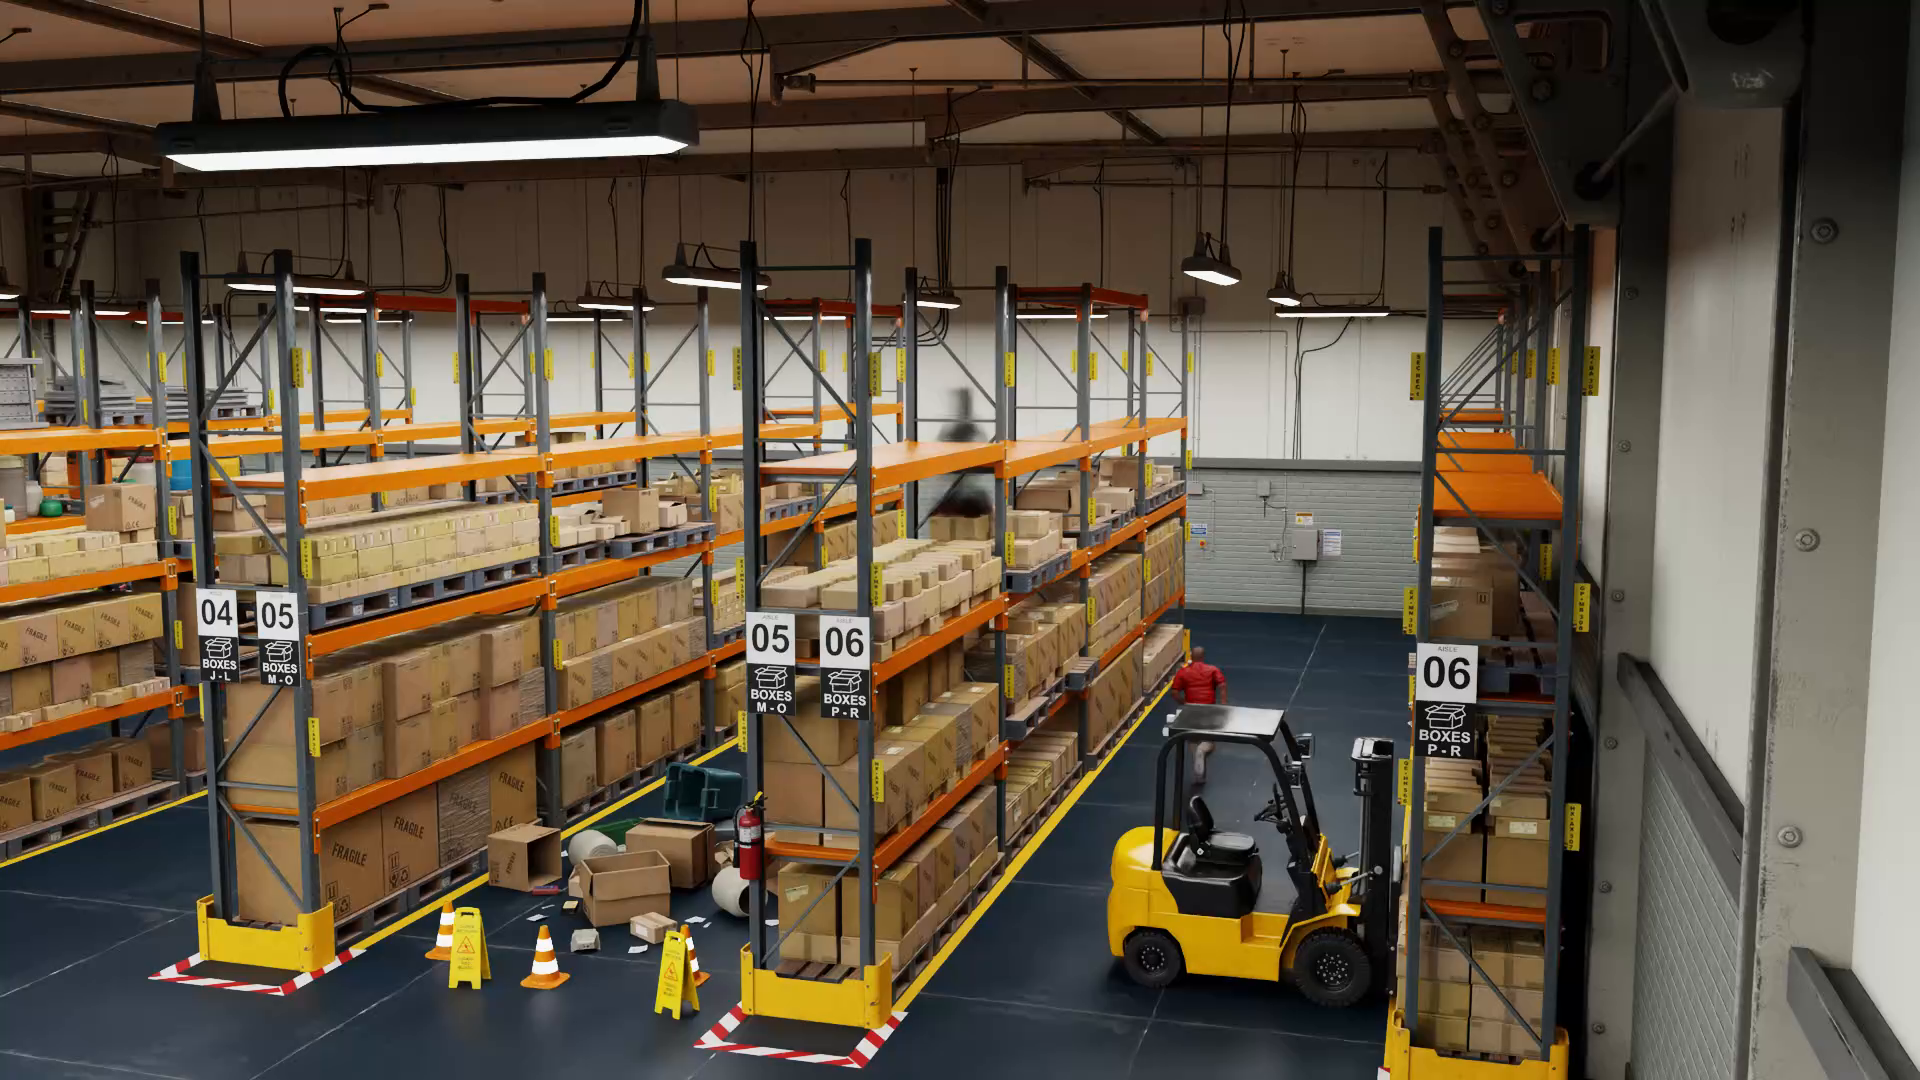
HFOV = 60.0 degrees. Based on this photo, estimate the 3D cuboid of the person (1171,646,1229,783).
[{"bbox_3d":[2.864,2.132,19.921,0.695,1.693,0.721,2,7,16],"label":"person"}]
